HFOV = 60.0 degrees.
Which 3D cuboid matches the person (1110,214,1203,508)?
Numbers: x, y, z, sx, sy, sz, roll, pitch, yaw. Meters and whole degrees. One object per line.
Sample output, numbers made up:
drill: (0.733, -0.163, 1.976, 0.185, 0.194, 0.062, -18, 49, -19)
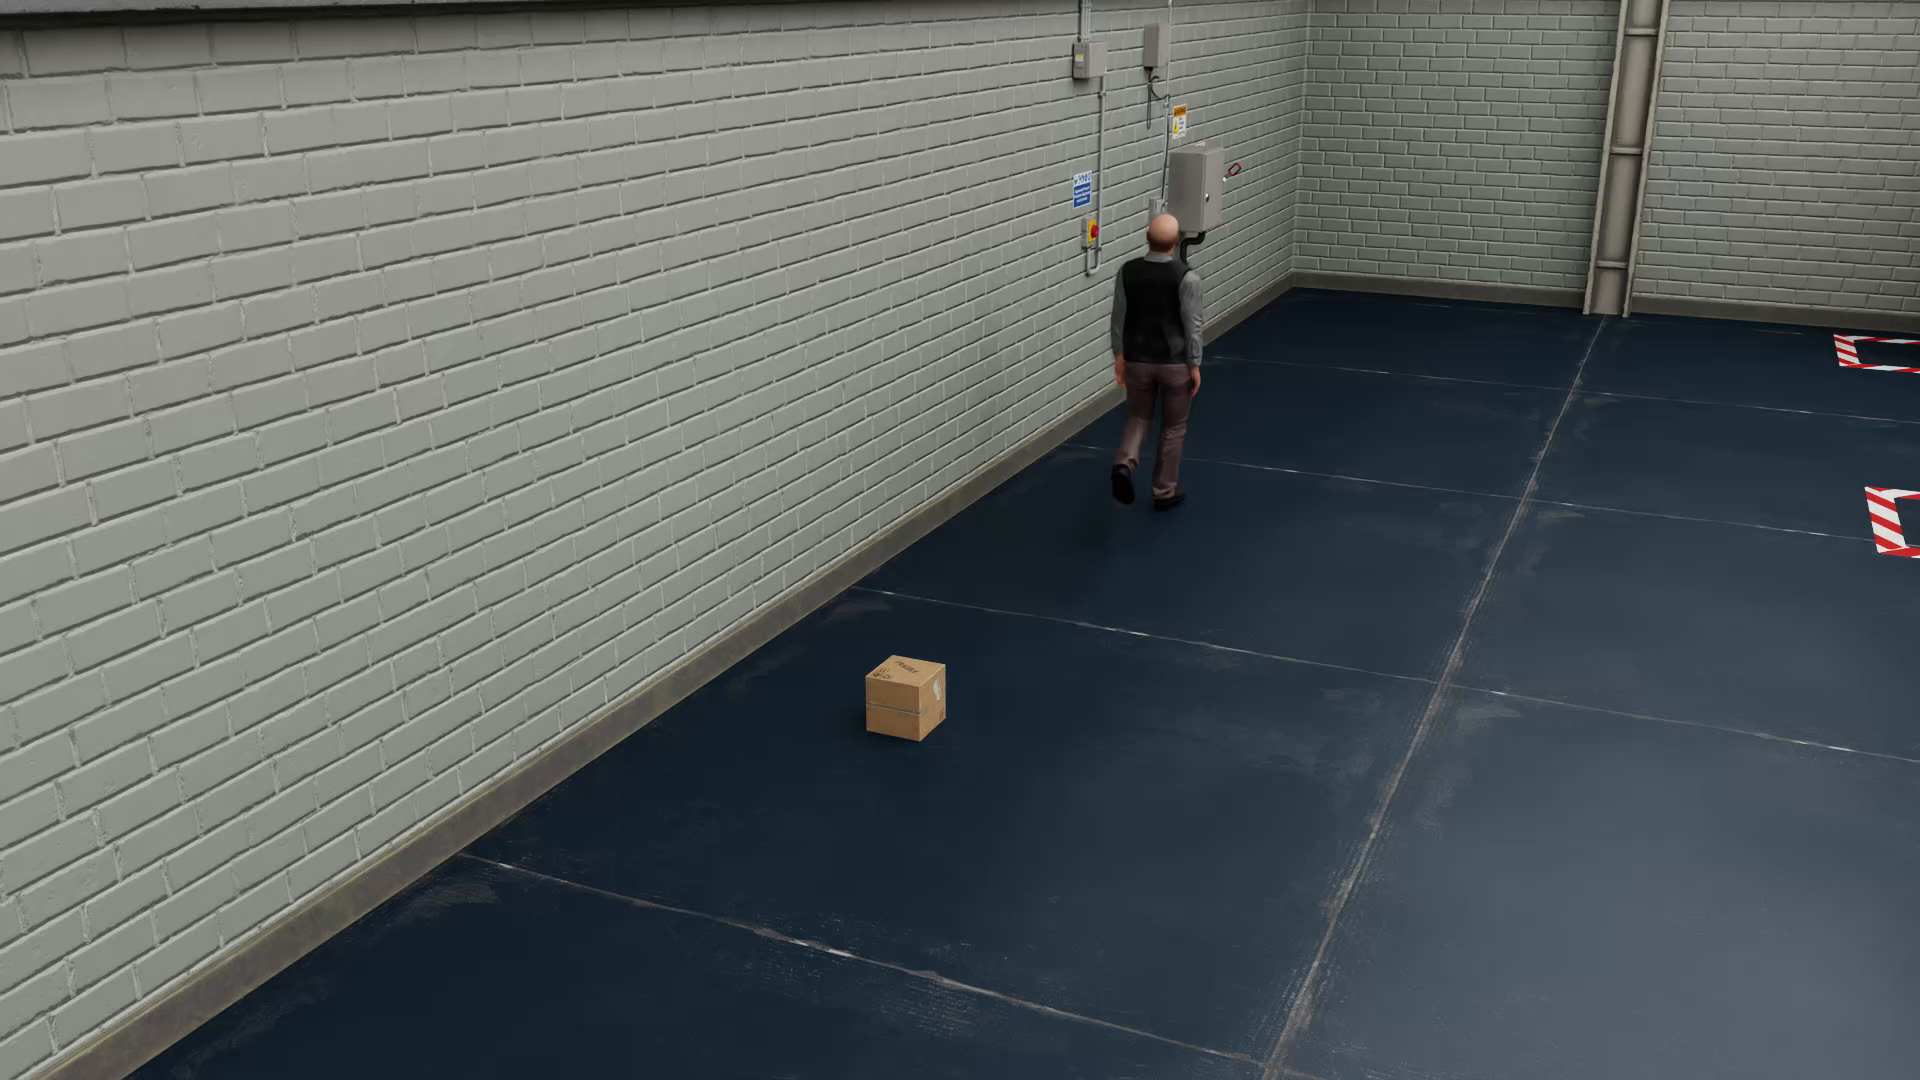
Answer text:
person: (1.113, -0.996, 9.458, 0.541, 1.706, 0.621, 10, 21, 26)
